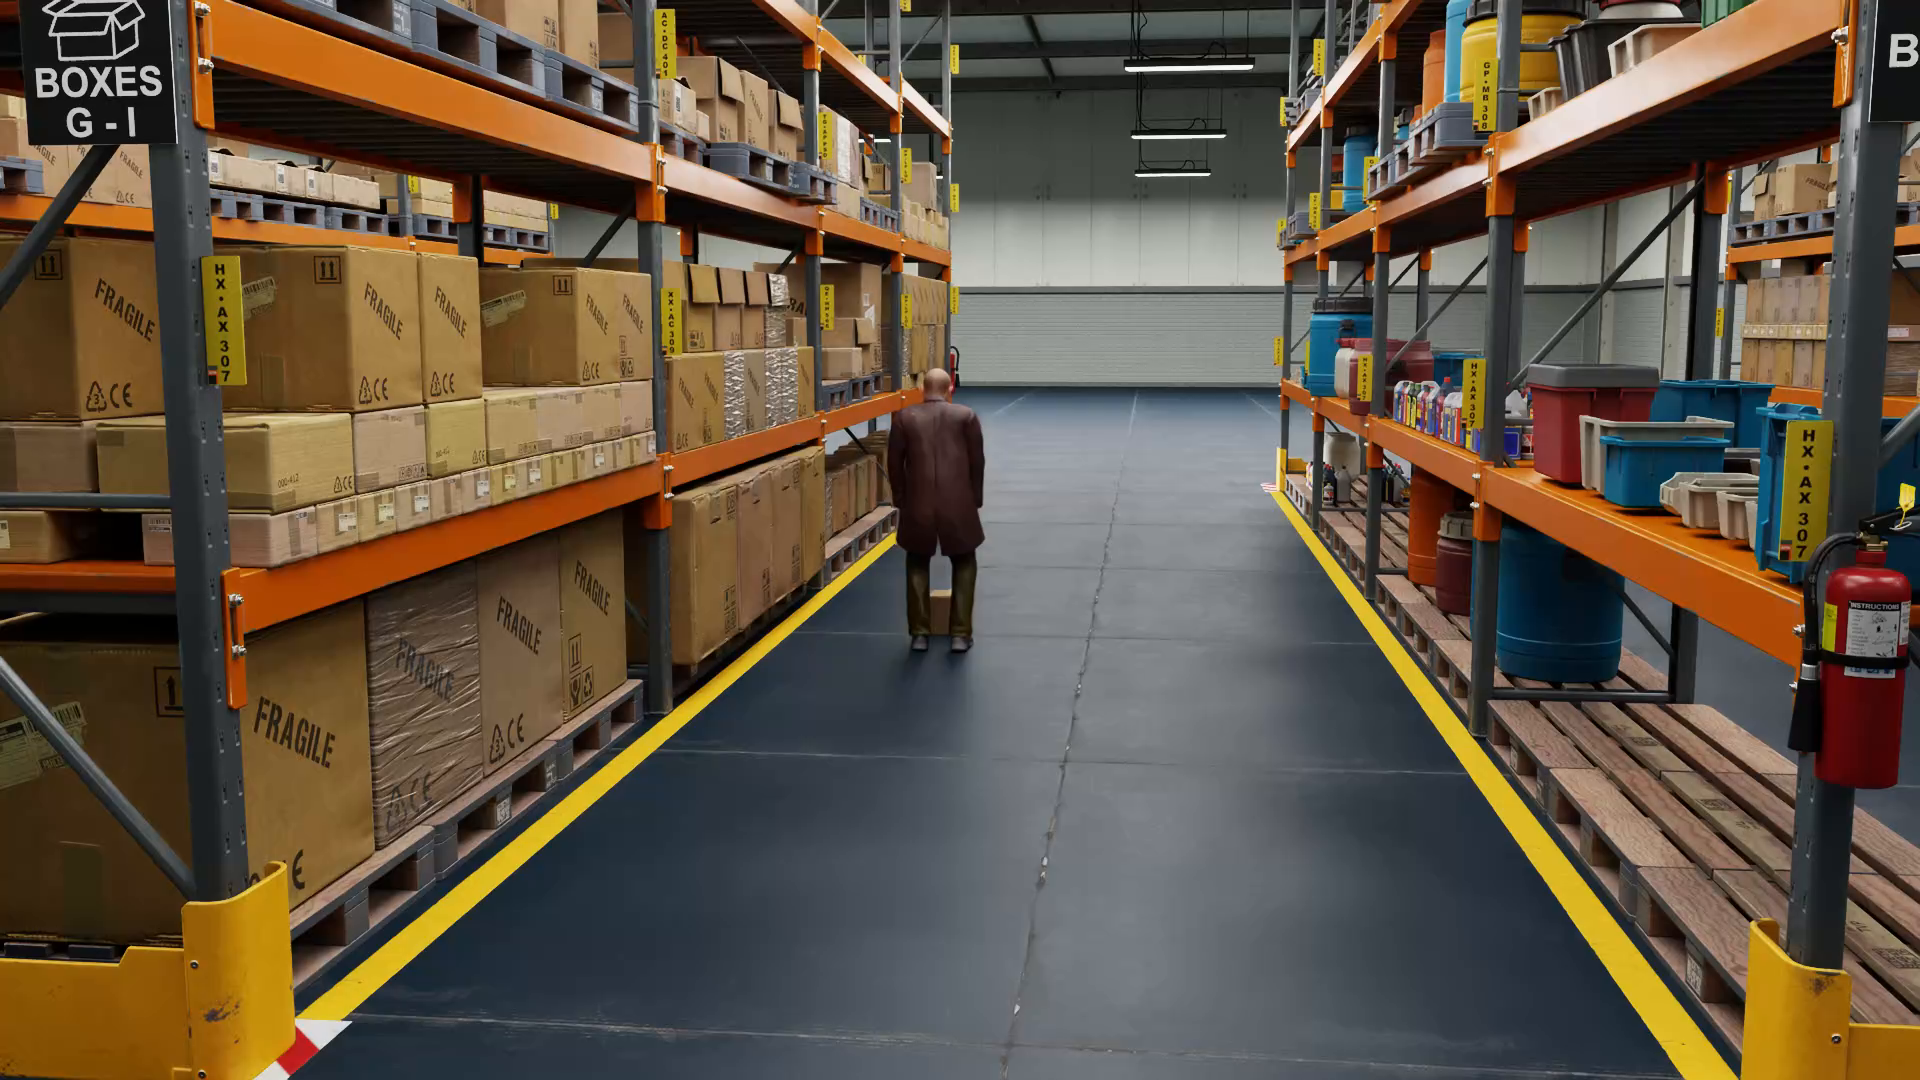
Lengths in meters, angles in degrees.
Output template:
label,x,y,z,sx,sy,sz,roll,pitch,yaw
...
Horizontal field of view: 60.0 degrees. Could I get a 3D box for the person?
label,x,y,z,sx,sy,sz,roll,pitch,yaw
person,-0.148,-0.136,10.103,0.618,1.601,0.564,1,7,7
